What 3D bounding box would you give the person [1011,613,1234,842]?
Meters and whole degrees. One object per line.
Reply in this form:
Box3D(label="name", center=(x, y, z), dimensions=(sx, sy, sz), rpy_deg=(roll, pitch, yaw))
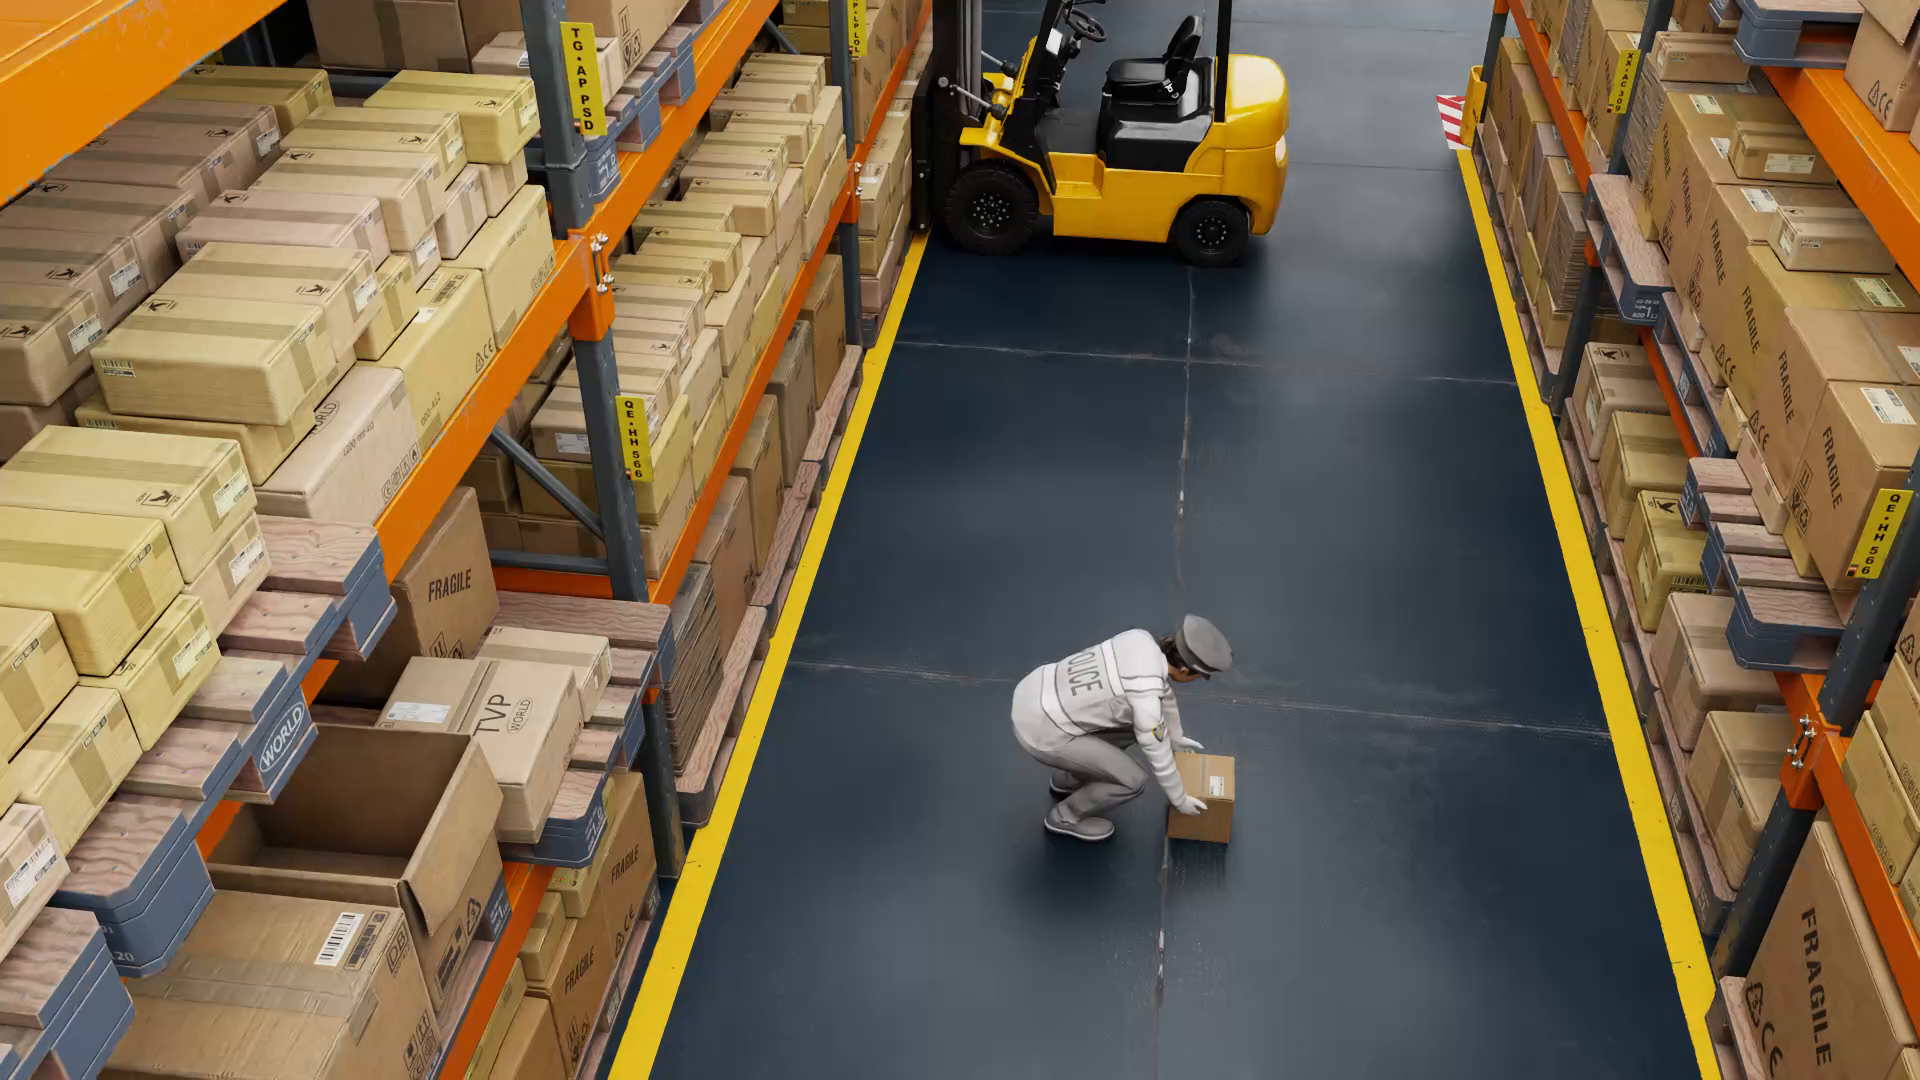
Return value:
Box3D(label="person", center=(0.633, 0.719, 6.640), dimensions=(0.845, 0.984, 0.494), rpy_deg=(4, 37, 6))
